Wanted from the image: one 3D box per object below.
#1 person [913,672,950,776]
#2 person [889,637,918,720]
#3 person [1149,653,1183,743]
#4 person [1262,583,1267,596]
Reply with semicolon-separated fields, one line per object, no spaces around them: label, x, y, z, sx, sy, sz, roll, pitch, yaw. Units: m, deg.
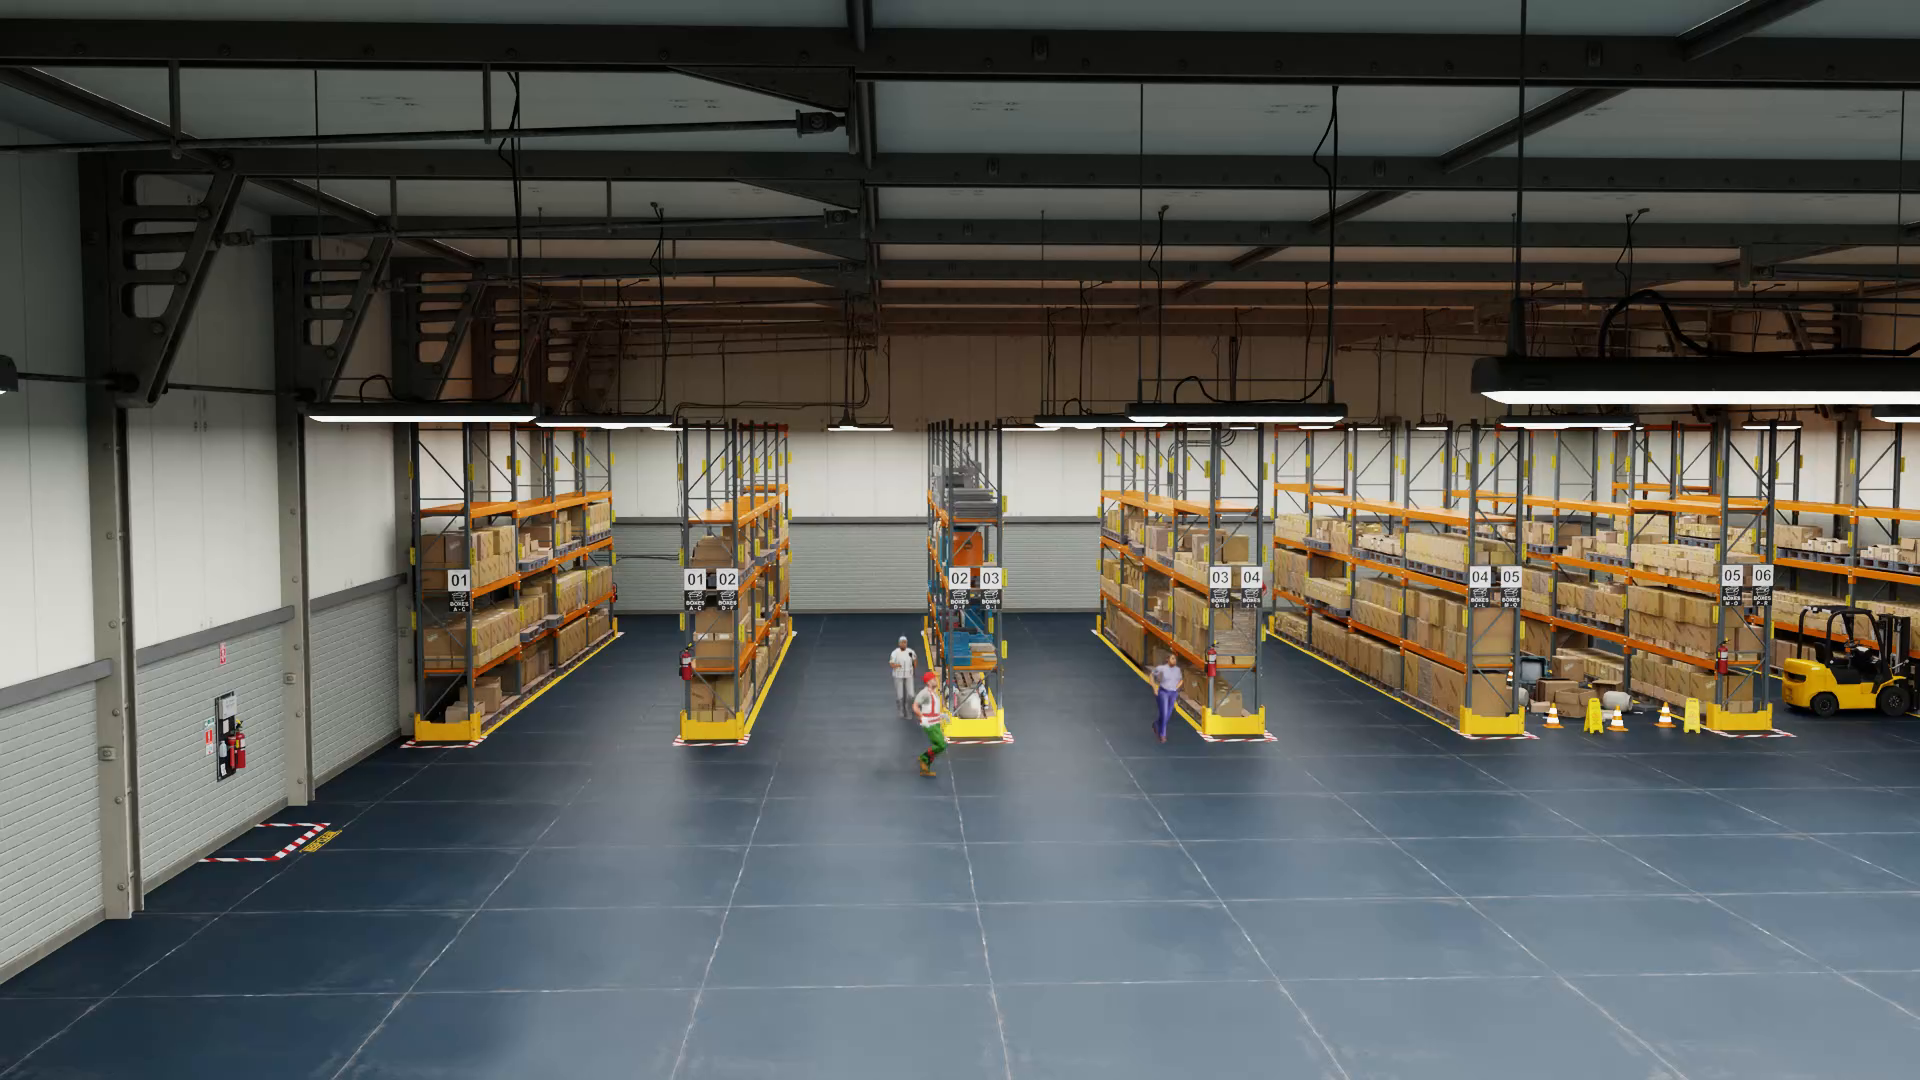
person;-0.453;3.074;27.733;0.521;1.743;0.669;1;4;19
person;-1.117;2.777;33.249;0.585;1.688;0.644;0;4;-7
person;3.873;2.955;31.122;0.649;1.702;0.724;-2;4;-24
person;8.544;1.784;48.505;0.592;1.681;0.701;-2;4;-26
